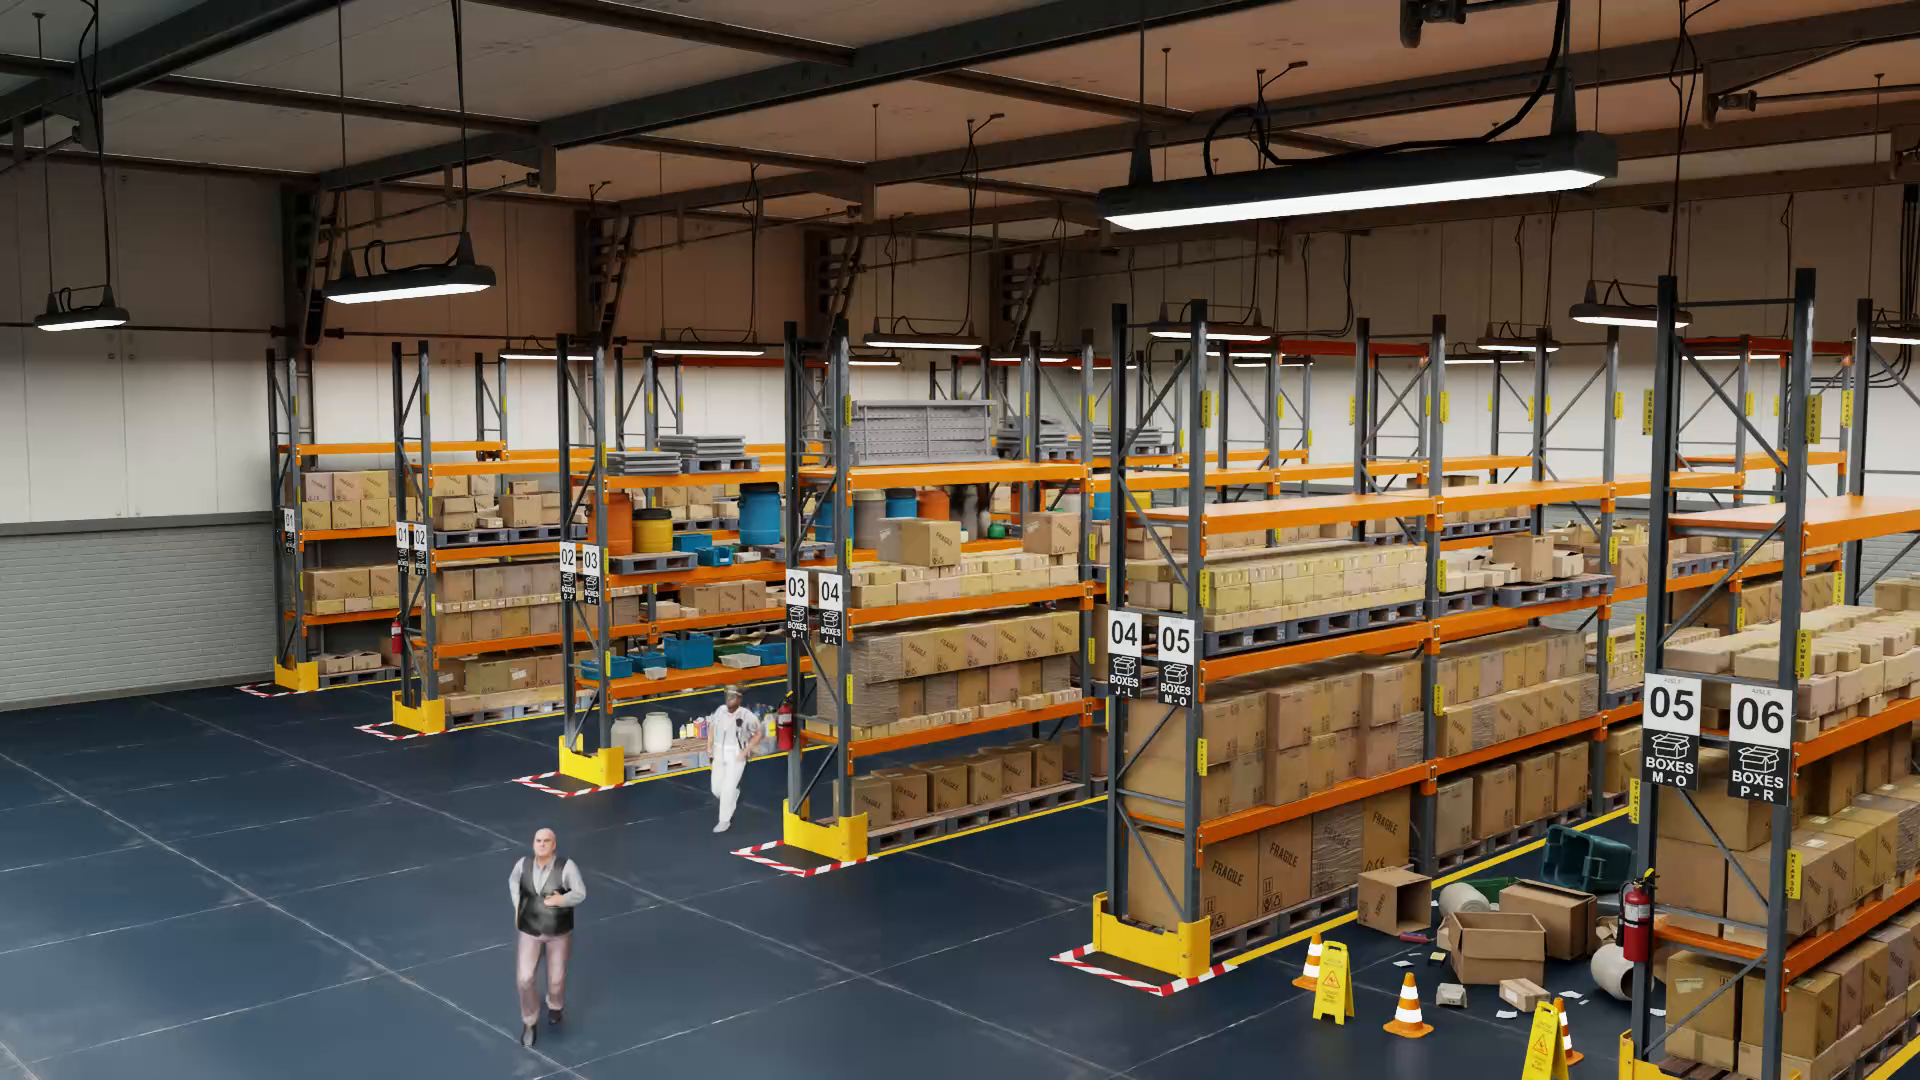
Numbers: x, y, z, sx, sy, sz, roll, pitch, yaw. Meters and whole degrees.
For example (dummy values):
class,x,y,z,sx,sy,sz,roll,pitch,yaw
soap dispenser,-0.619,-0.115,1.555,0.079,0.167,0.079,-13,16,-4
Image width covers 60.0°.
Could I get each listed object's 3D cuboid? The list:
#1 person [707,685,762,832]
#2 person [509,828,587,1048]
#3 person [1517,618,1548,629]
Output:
class,x,y,z,sx,sy,sz,roll,pitch,yaw
person,-2.692,2.589,19.961,0.676,1.763,0.700,2,5,22
person,-3.318,3.171,13.379,0.646,1.753,0.753,-1,5,-7
person,9.133,2.014,26.575,0.640,1.791,0.755,4,6,40
